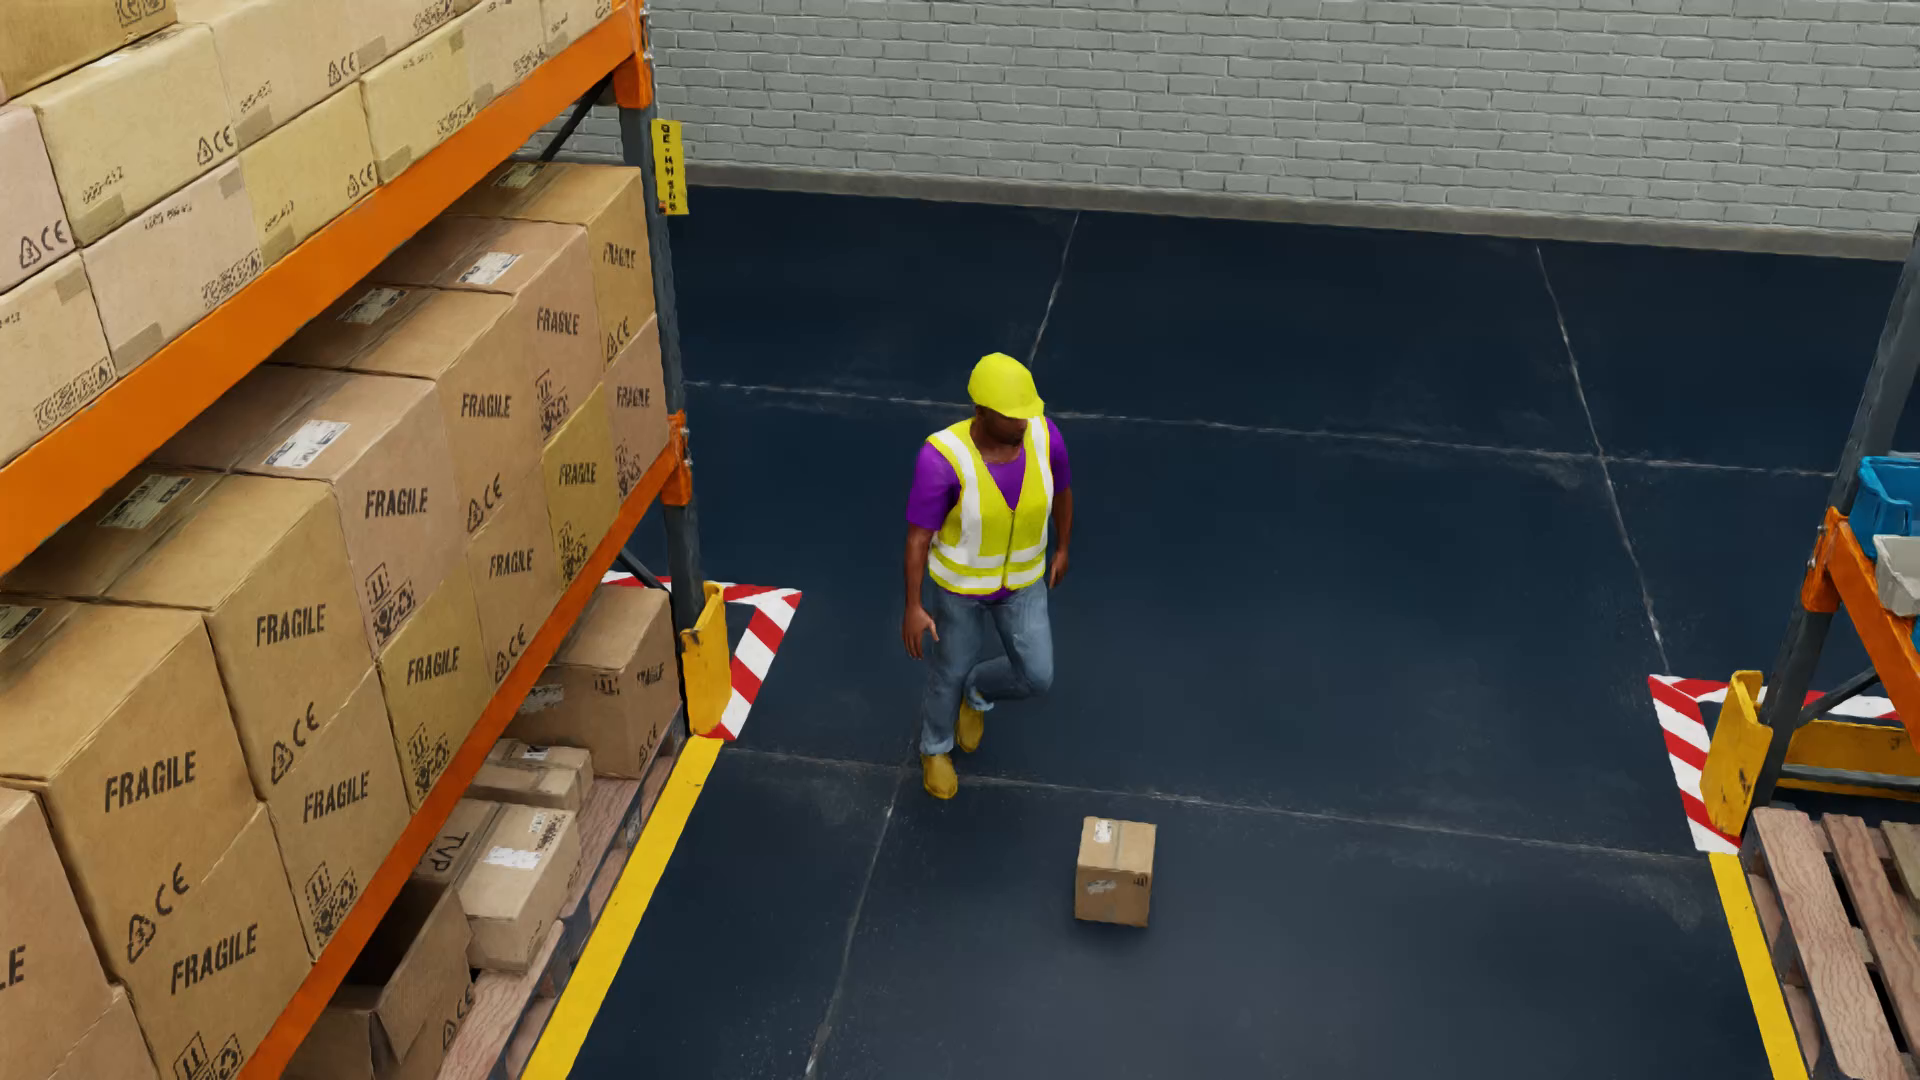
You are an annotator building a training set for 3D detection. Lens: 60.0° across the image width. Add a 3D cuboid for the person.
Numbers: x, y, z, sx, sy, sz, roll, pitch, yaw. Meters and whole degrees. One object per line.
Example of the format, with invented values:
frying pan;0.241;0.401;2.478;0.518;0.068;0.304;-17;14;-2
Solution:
person;0.079;0.119;5.894;0.726;1.754;0.494;-13;35;-20
